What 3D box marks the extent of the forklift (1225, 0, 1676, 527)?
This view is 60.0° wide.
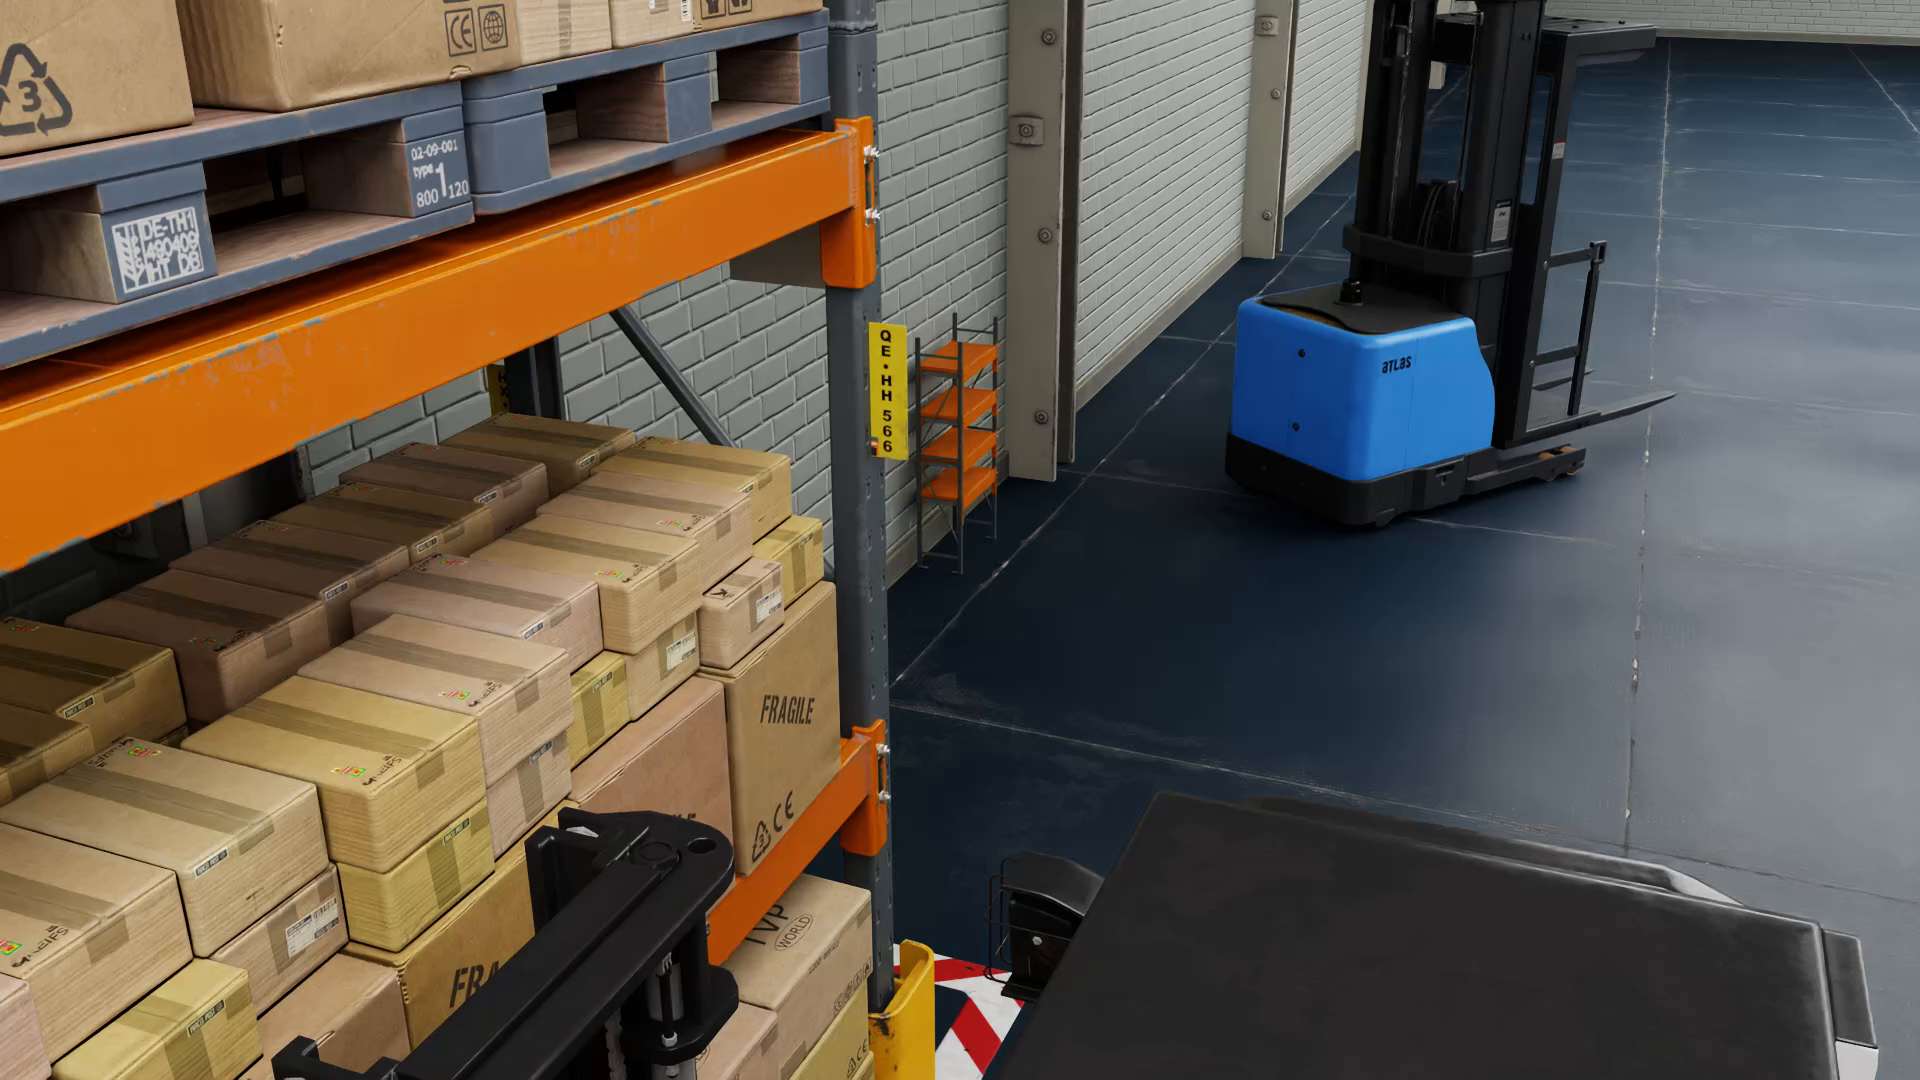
[{"bbox_3d":[3.020,-1.841,9.354,3.031,2.935,1.130,-14,27,-31],"label":"forklift"}]

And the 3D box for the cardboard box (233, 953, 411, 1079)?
[{"bbox_3d":[-1.175,0.933,2.494,0.500,0.500,0.500,9,24,20],"label":"cardboard box"}]

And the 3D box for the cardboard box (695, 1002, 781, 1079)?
[{"bbox_3d":[-0.734,1.223,3.655,0.500,0.250,0.500,9,24,21],"label":"cardboard box"}]

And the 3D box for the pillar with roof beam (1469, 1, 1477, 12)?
[{"bbox_3d":[13.377,-12.551,27.122,9.100,9.000,0.400,9,24,20],"label":"pillar with roof beam"}]

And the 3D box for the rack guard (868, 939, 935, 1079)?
[{"bbox_3d":[-0.659,1.361,4.842,1.175,0.500,0.348,9,24,20],"label":"rack guard"}]

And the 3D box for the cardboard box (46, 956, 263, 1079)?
[{"bbox_3d":[-1.198,0.676,2.270,0.380,0.149,0.250,8,24,19],"label":"cardboard box"}]

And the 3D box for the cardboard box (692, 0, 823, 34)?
[{"bbox_3d":[-0.606,-1.260,3.180,0.500,0.500,0.500,10,25,22],"label":"cardboard box"}]

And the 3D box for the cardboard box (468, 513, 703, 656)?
[{"bbox_3d":[-0.740,0.082,3.304,0.380,0.149,0.250,9,24,21],"label":"cardboard box"}]

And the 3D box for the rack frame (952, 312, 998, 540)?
[{"bbox_3d":[0.076,-0.575,8.570,0.240,1.200,0.015,9,24,20],"label":"rack frame"}]

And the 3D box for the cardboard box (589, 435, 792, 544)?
[{"bbox_3d":[-0.605,-0.108,3.759,0.380,0.149,0.250,9,24,20],"label":"cardboard box"}]

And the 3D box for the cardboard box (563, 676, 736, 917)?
[{"bbox_3d":[-0.808,0.568,3.368,0.500,0.500,0.500,10,25,22],"label":"cardboard box"}]

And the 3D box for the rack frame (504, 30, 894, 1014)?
[{"bbox_3d":[-0.668,0.216,4.340,1.000,3.000,0.127,9,24,20],"label":"rack frame"}]

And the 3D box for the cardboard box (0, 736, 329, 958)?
[{"bbox_3d":[-1.170,0.442,2.443,0.380,0.149,0.250,9,24,21],"label":"cardboard box"}]

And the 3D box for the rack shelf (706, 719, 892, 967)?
[{"bbox_3d":[-1.411,1.264,2.765,1.077,0.370,4.000,9,24,20],"label":"rack shelf"}]

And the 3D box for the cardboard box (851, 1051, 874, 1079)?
[{"bbox_3d":[-0.549,1.505,4.278,0.500,0.250,0.500,9,24,20],"label":"cardboard box"}]

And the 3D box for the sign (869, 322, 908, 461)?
[{"bbox_3d":[-0.169,-0.344,3.873,0.100,0.325,0.005,9,24,20],"label":"sign"}]

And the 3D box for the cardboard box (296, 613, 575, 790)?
[{"bbox_3d":[-0.895,0.270,2.855,0.380,0.149,0.250,9,24,21],"label":"cardboard box"}]

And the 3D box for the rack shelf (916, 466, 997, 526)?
[{"bbox_3d":[-0.013,-0.242,8.463,0.258,0.148,0.480,9,24,20],"label":"rack shelf"}]

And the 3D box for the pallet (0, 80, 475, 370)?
[{"bbox_3d":[-1.406,-0.439,2.133,1.003,0.211,1.213,9,24,20],"label":"pallet"}]

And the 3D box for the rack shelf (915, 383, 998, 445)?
[{"bbox_3d":[-0.012,-0.632,8.300,0.258,0.148,0.480,9,24,20],"label":"rack shelf"}]

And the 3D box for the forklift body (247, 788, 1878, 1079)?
[{"bbox_3d":[0.321,1.548,2.254,2.313,2.155,1.214,9,24,20],"label":"forklift body"}]

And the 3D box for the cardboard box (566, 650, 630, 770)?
[{"bbox_3d":[-0.860,0.302,3.164,0.380,0.149,0.250,9,24,20],"label":"cardboard box"}]

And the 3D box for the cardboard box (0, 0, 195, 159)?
[{"bbox_3d":[-1.332,-0.706,1.848,0.797,0.503,0.637,10,25,22],"label":"cardboard box"}]

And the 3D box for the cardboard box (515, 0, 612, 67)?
[{"bbox_3d":[-0.788,-0.915,2.656,0.396,0.266,0.258,9,24,20],"label":"cardboard box"}]

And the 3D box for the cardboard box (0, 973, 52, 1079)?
[{"bbox_3d":[-1.355,0.621,2.014,0.380,0.149,0.250,9,24,20],"label":"cardboard box"}]

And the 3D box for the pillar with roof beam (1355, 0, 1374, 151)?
[{"bbox_3d":[8.920,-8.257,16.841,9.100,9.000,0.400,9,24,20],"label":"pillar with roof beam"}]

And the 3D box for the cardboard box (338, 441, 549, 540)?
[{"bbox_3d":[-1.148,-0.090,3.718,0.380,0.149,0.250,10,25,22],"label":"cardboard box"}]

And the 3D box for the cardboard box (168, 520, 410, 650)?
[{"bbox_3d":[-1.310,0.095,3.273,0.380,0.149,0.250,9,24,20],"label":"cardboard box"}]

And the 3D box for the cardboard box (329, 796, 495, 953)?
[{"bbox_3d":[-0.990,0.498,2.695,0.380,0.149,0.250,9,24,20],"label":"cardboard box"}]

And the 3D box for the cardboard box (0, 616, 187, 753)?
[{"bbox_3d":[-1.574,0.273,2.848,0.380,0.149,0.250,8,24,19],"label":"cardboard box"}]

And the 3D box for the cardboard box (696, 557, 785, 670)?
[{"bbox_3d":[-0.604,0.131,3.574,0.380,0.149,0.250,9,24,21],"label":"cardboard box"}]

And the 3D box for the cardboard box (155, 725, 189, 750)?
[{"bbox_3d":[-1.578,0.405,2.917,0.380,0.149,0.250,10,25,22],"label":"cardboard box"}]

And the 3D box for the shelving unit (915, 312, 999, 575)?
[{"bbox_3d":[-0.013,-0.488,8.360,0.258,1.200,0.503,9,24,20],"label":"shelving unit"}]
